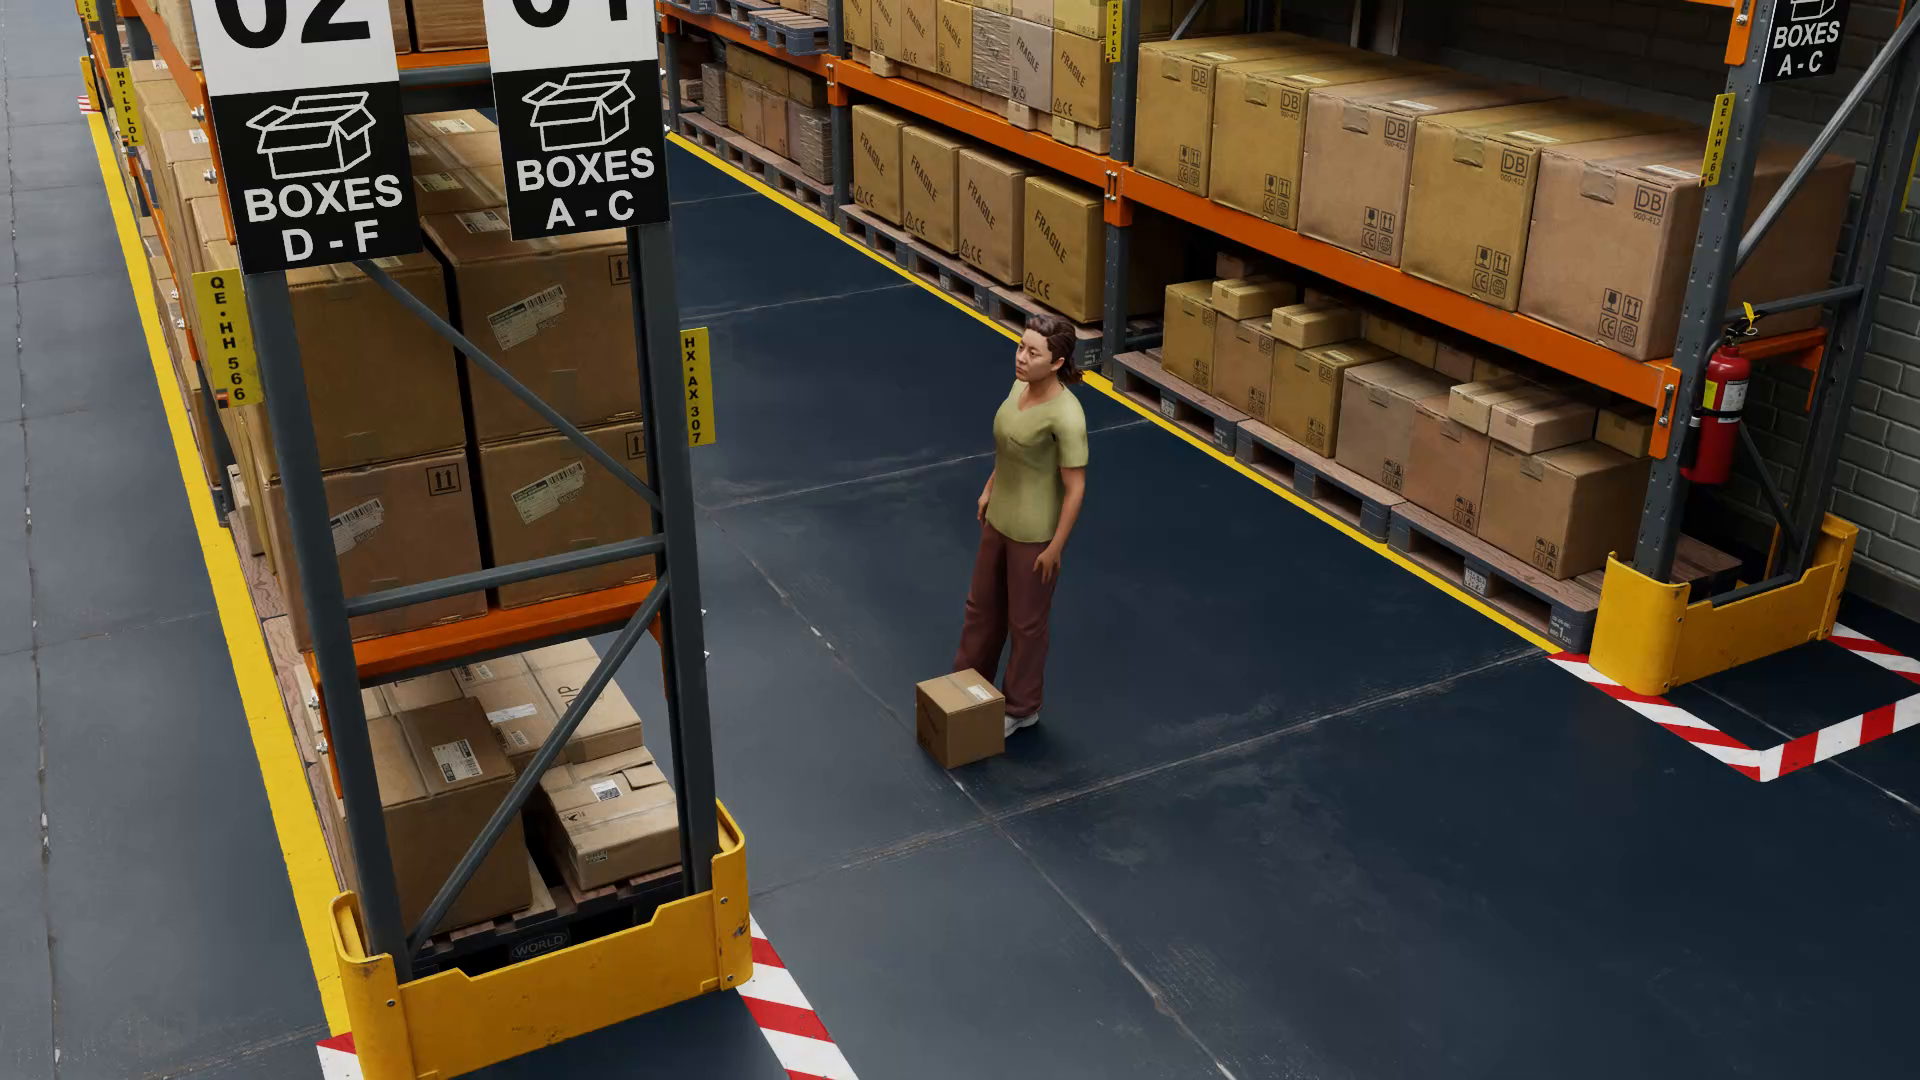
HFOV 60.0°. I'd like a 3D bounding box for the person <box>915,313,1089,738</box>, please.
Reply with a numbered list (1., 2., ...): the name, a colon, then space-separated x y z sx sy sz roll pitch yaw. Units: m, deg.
1. person: 0.178 -0.027 6.146 0.549 1.675 0.553 -13 28 -25
